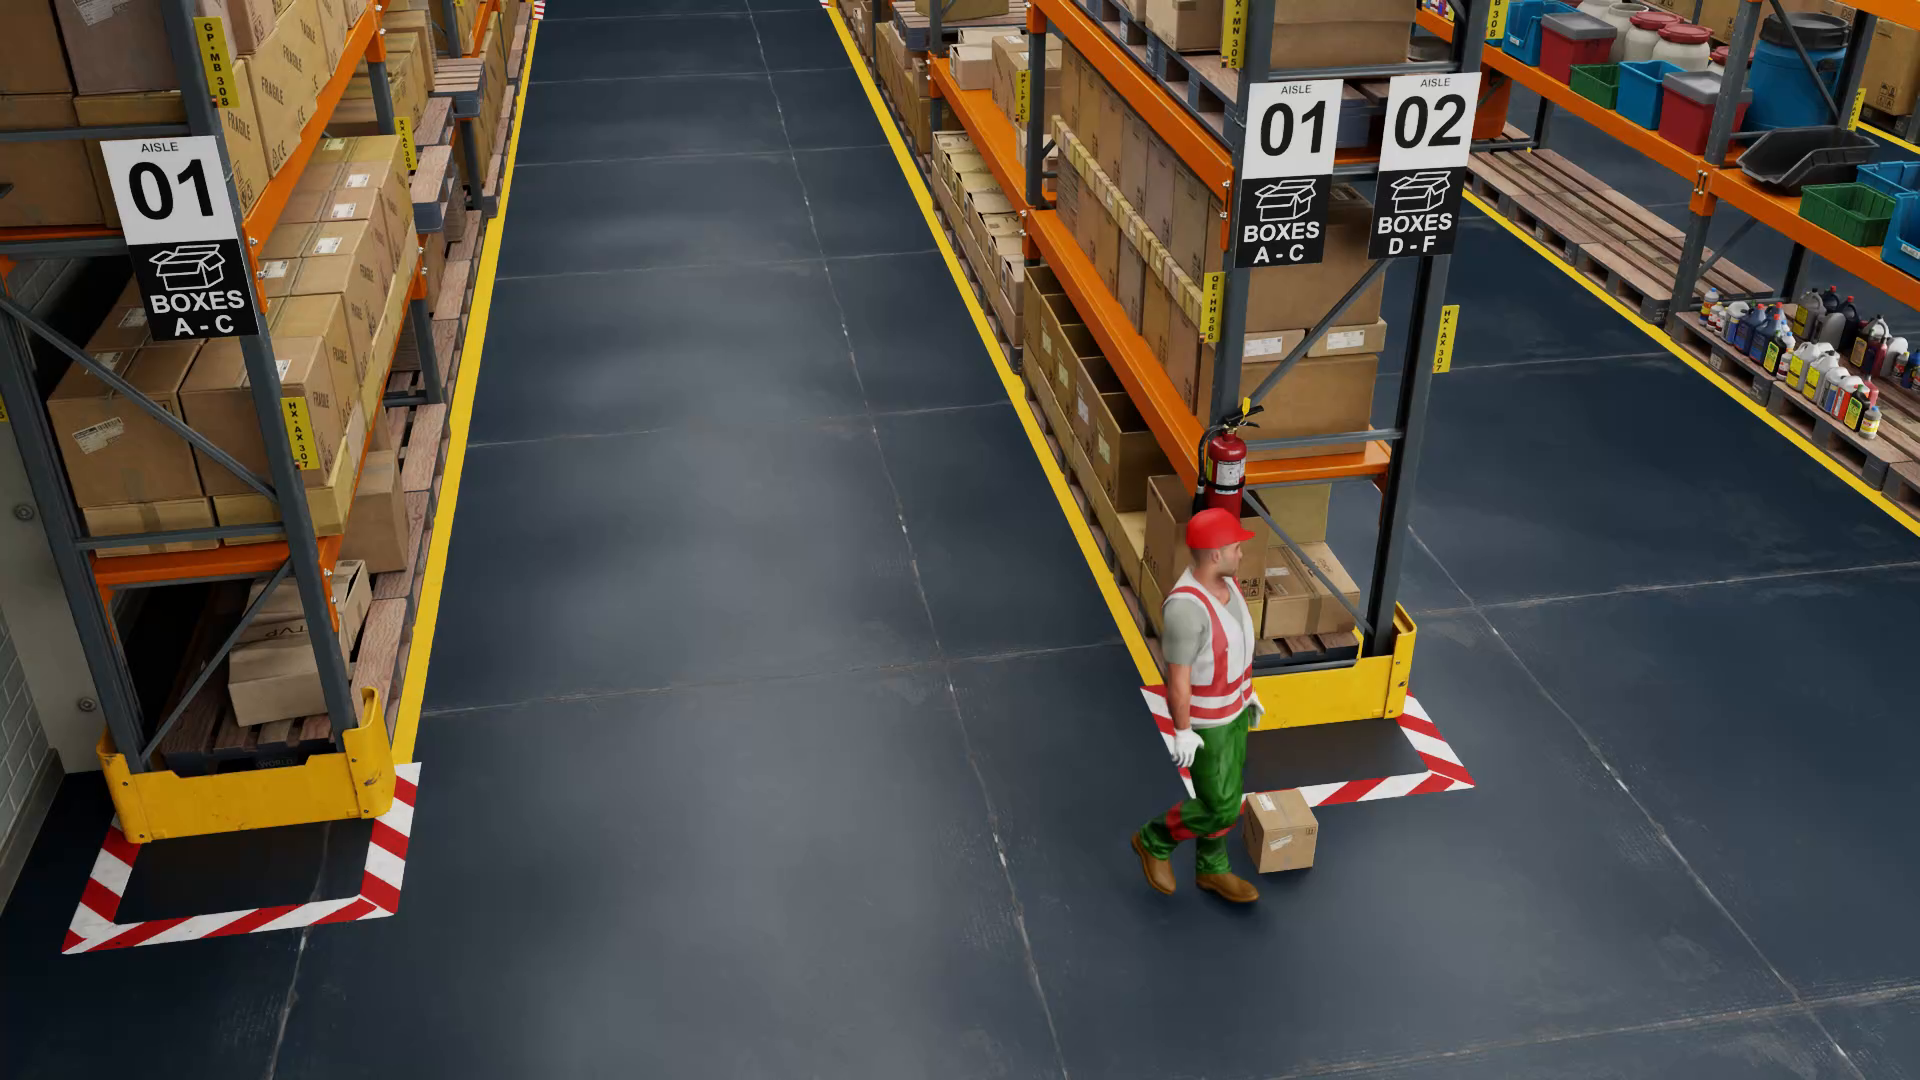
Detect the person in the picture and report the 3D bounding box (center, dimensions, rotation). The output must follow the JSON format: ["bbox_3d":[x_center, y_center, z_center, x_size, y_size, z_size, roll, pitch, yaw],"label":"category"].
[{"bbox_3d":[1.068,0.723,6.887,0.560,1.775,0.576,17,35,27],"label":"person"}]
